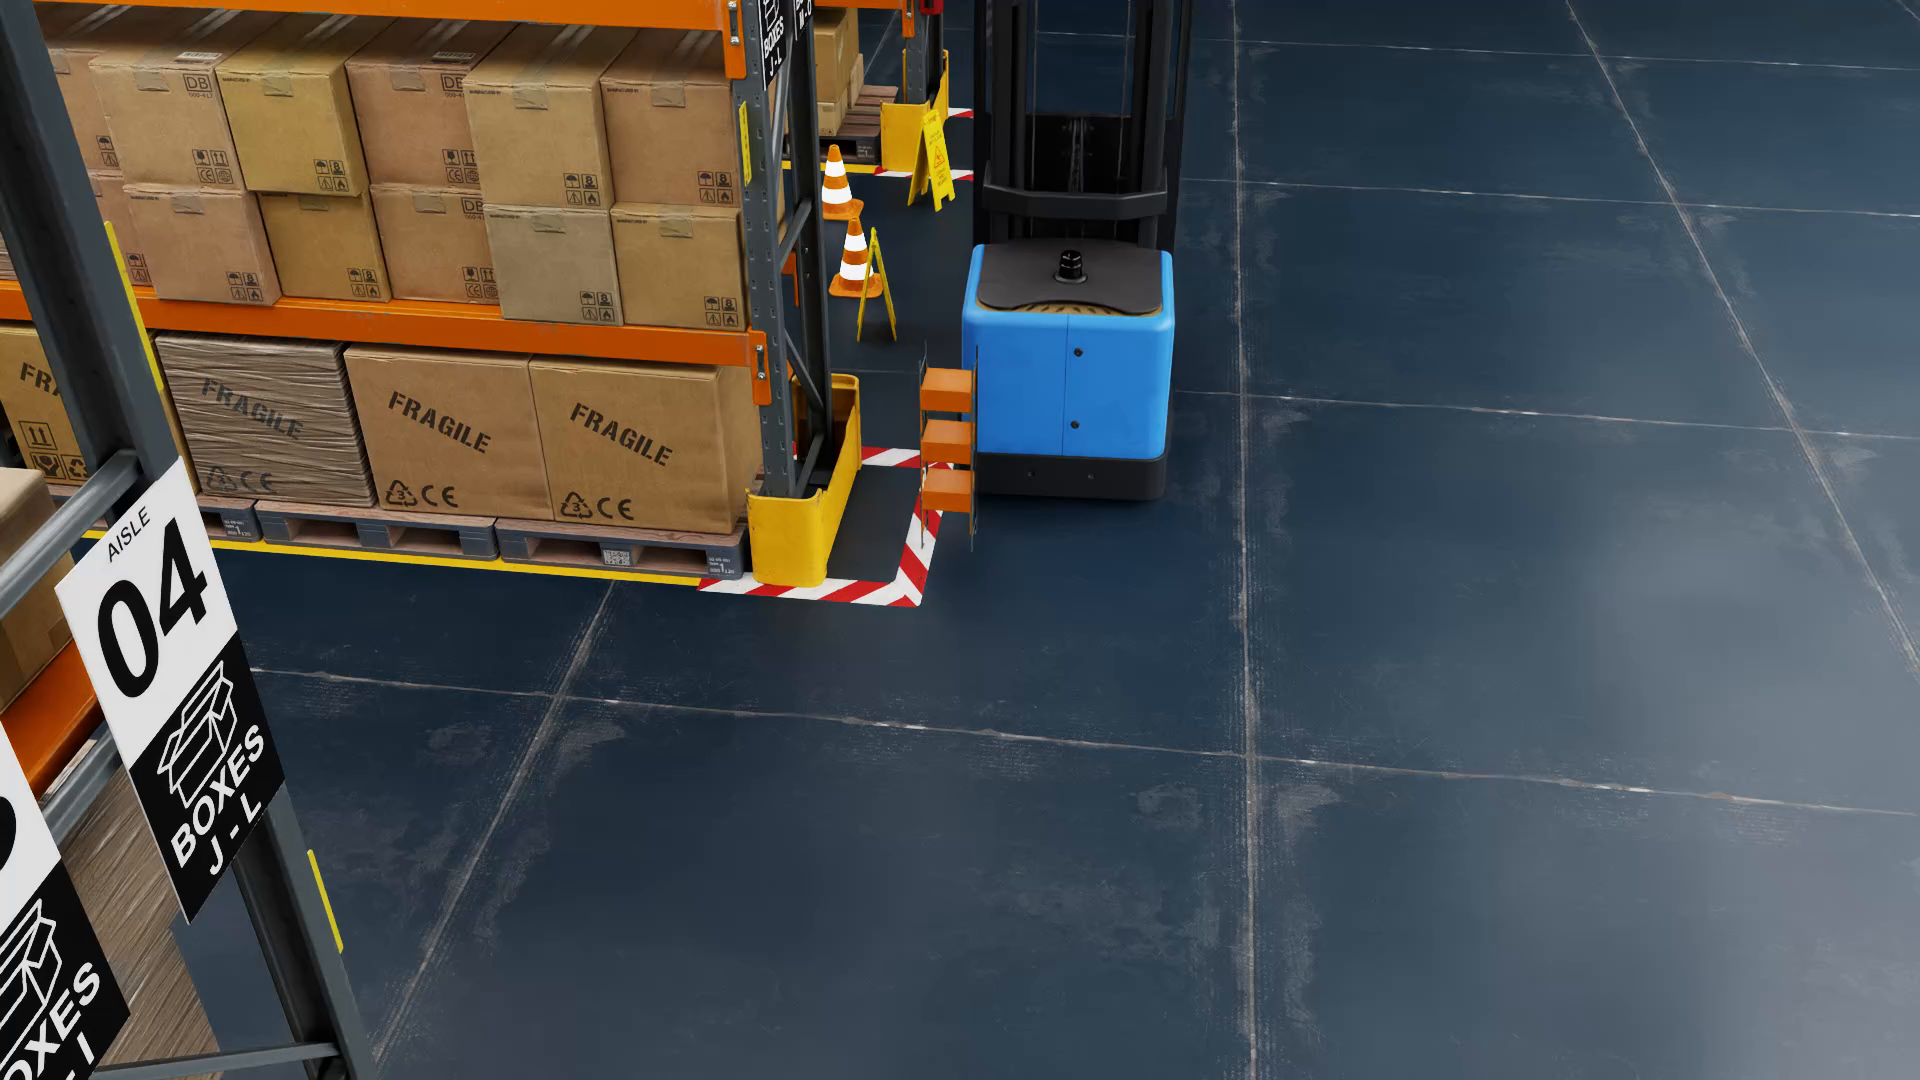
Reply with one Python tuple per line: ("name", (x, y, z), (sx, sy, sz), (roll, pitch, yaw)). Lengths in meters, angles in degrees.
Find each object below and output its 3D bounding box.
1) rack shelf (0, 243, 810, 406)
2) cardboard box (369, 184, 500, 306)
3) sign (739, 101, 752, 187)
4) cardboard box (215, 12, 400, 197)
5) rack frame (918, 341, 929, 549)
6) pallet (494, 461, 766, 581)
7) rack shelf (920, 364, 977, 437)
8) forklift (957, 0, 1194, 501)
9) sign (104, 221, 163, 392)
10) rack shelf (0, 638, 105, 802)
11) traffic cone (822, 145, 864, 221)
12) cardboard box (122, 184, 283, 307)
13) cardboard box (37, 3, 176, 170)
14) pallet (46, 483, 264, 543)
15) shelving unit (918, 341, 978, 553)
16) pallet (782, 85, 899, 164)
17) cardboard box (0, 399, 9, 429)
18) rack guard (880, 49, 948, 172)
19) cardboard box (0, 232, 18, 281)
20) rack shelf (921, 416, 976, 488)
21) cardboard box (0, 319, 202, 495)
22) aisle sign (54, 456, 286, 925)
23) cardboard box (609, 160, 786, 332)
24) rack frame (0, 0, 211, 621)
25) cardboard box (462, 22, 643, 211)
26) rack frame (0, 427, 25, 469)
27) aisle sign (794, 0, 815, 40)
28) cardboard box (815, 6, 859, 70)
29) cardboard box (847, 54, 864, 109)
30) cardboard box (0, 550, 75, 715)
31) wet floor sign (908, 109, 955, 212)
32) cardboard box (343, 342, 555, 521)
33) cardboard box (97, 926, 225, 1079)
("rack shelf", (-2.765, -1.195, 7.962), (4.000, 0.370, 1.077), (4, 36, 6))
("cardboard box", (-2.243, -1.544, 7.702), (0.550, 0.550, 0.875), (4, 36, 6))
("sign", (-0.864, -1.596, 6.703), (0.005, 0.325, 0.100), (4, 36, 6))
("cardboard box", (-2.782, -1.962, 7.358), (0.500, 0.550, 0.875), (4, 36, 6))
("rack frame", (-0.174, -0.440, 7.963), (0.008, 1.050, 0.200), (4, 36, 6))
("pallet", (-1.584, -0.219, 8.375), (1.213, 0.211, 1.003), (4, 36, 6))
("rack shelf", (-0.053, -0.654, 7.792), (0.240, 0.259, 0.215), (4, 36, 6))
("forklift", (0.632, -2.230, 8.851), (1.130, 2.935, 3.031), (3, 36, 4))
("sign", (-1.444, -0.379, 2.864), (0.005, 0.325, 0.100), (4, 36, 6))
("rack shelf", (-3.497, 0.434, 3.096), (4.000, 0.370, 1.077), (4, 36, 6))
("traffic cone", (-0.842, -2.455, 11.292), (0.334, 0.463, 0.336), (4, 36, 6))
("cardboard box", (-3.312, -1.541, 7.698), (0.550, 0.550, 0.875), (4, 36, 6))
("cardboard box", (-3.827, -2.116, 7.573), (0.550, 0.550, 0.875), (4, 36, 6))
("pallet", (-4.004, -0.399, 8.628), (1.213, 0.211, 1.003), (4, 36, 6))
("shelving unit", (-0.053, -0.431, 7.951), (0.252, 1.050, 0.215), (4, 36, 6))
("pallet", (-1.128, -3.151, 12.483), (1.213, 0.211, 1.003), (4, 36, 6))
("cardboard box", (-5.376, -0.885, 8.483), (0.750, 0.750, 1.050), (4, 36, 6))
("rack guard", (-0.326, -3.188, 12.286), (0.348, 0.500, 1.175), (4, 36, 6))
("cardboard box", (-4.381, -1.676, 7.888), (0.550, 0.550, 0.875), (4, 36, 6))
("rack shelf", (-0.053, -0.423, 7.957), (0.240, 0.259, 0.215), (4, 36, 6))
("cardboard box", (-4.134, -0.855, 8.333), (0.875, 0.875, 0.875), (5, 36, 7))
("aisle sign", (-1.414, 0.284, 3.032), (0.004, 0.787, 0.394), (4, 36, 6))
("cardboard box", (-1.155, -1.402, 7.504), (0.550, 0.550, 0.875), (4, 36, 6))
("rack frame", (-1.513, -0.931, 1.809), (0.127, 3.000, 1.000), (4, 36, 6))
("cardboard box", (-1.702, -1.878, 7.240), (0.550, 0.550, 0.875), (4, 36, 6))
("rack frame", (-4.749, -1.636, 7.960), (0.127, 3.000, 1.000), (4, 36, 6))
("aisle sign", (-0.673, -2.566, 7.025), (0.004, 0.787, 0.394), (4, 36, 6))
("cardboard box", (-1.040, -3.777, 12.320), (0.500, 0.500, 0.500), (3, 36, 4))
("cardboard box", (-1.016, -3.470, 12.536), (0.500, 0.250, 0.500), (4, 36, 6))
("cardboard box", (-1.958, 0.166, 2.982), (0.500, 0.250, 0.500), (5, 36, 7))
("wet floor sign", (-0.199, -2.611, 11.352), (0.232, 0.644, 0.267), (17, 39, 22))
("cardboard box", (-2.335, -0.722, 8.147), (0.875, 0.875, 0.875), (4, 36, 5))
("cardboard box", (-2.055, 1.292, 3.515), (0.500, 0.500, 0.875), (4, 36, 6))
